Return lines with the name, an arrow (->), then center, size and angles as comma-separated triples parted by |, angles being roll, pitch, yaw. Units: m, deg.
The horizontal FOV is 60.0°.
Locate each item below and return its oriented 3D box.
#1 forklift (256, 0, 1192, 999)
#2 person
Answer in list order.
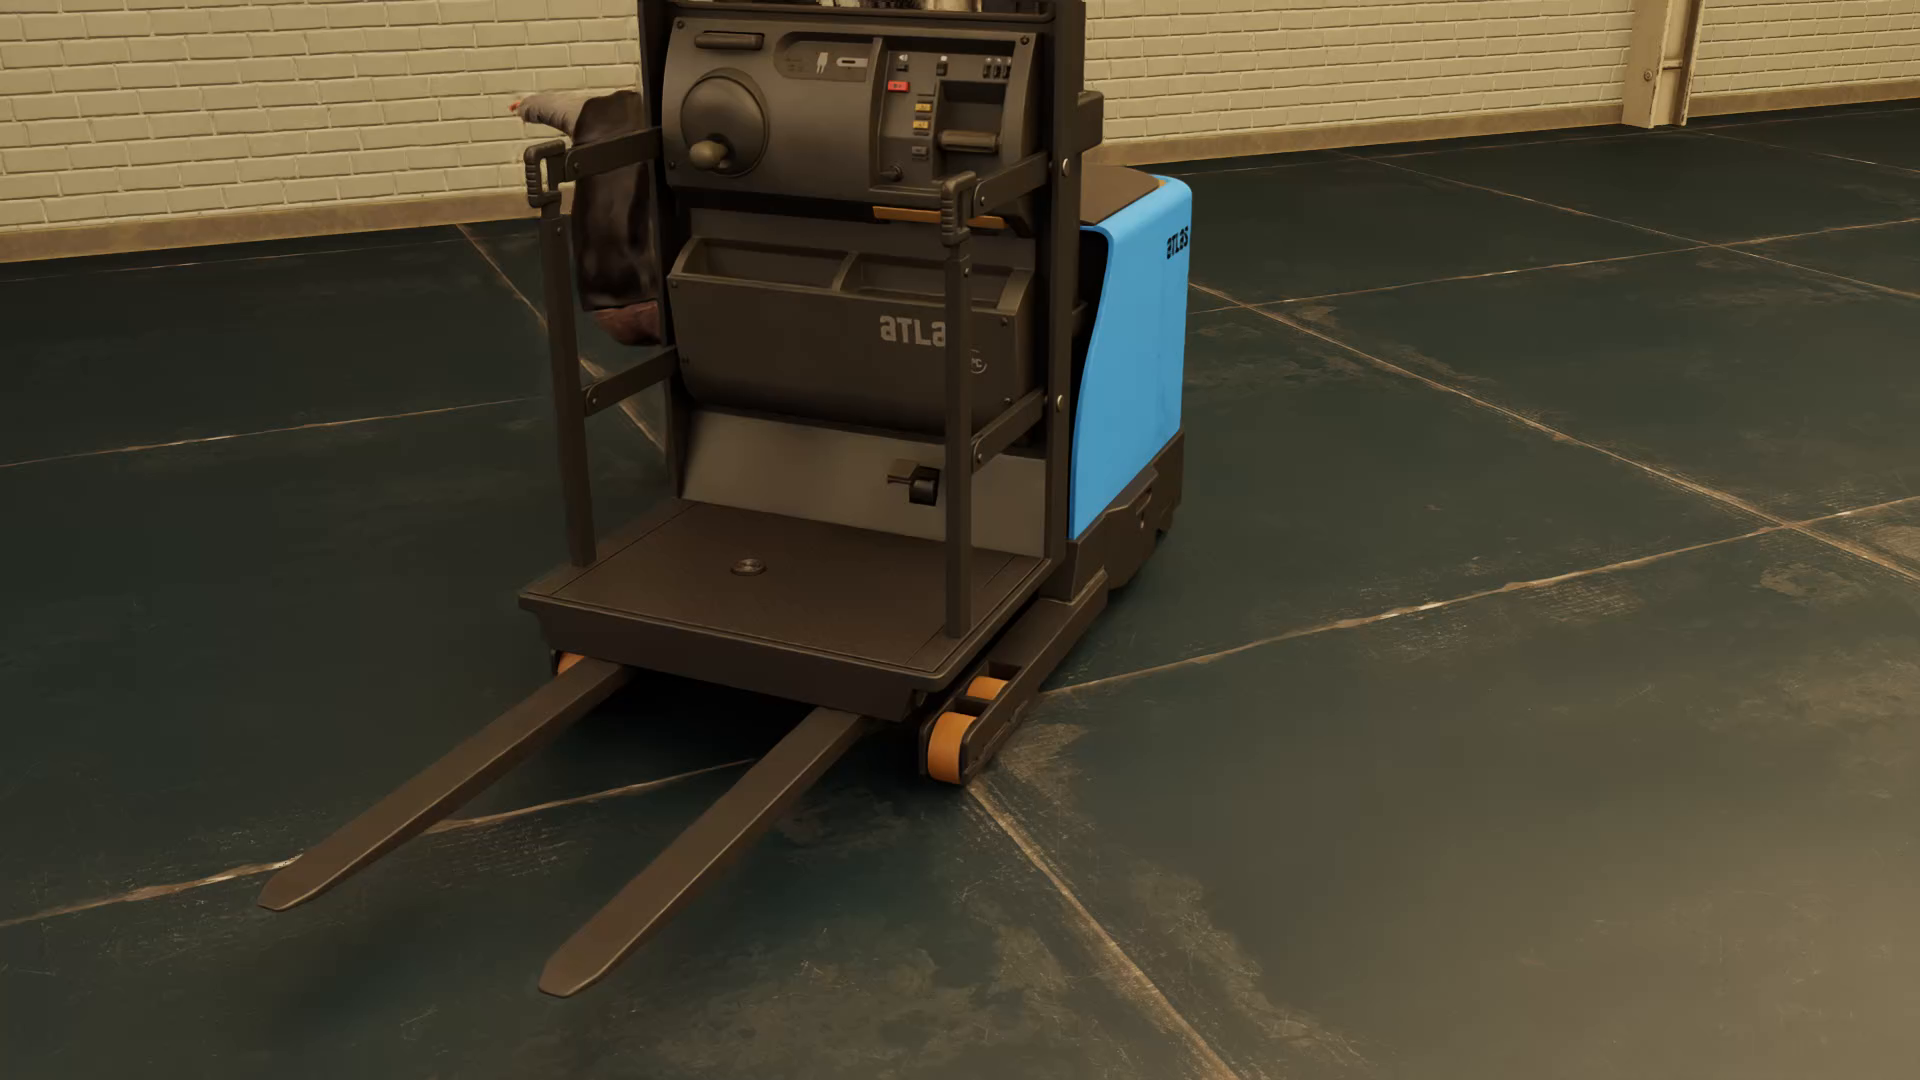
forklift -> -0.354, -0.983, 3.652 | 1.130, 2.935, 3.031 | 9, 24, 21
person -> -0.904, -0.910, 5.427 | 1.577, 1.438, 0.793 | 12, 25, 27
